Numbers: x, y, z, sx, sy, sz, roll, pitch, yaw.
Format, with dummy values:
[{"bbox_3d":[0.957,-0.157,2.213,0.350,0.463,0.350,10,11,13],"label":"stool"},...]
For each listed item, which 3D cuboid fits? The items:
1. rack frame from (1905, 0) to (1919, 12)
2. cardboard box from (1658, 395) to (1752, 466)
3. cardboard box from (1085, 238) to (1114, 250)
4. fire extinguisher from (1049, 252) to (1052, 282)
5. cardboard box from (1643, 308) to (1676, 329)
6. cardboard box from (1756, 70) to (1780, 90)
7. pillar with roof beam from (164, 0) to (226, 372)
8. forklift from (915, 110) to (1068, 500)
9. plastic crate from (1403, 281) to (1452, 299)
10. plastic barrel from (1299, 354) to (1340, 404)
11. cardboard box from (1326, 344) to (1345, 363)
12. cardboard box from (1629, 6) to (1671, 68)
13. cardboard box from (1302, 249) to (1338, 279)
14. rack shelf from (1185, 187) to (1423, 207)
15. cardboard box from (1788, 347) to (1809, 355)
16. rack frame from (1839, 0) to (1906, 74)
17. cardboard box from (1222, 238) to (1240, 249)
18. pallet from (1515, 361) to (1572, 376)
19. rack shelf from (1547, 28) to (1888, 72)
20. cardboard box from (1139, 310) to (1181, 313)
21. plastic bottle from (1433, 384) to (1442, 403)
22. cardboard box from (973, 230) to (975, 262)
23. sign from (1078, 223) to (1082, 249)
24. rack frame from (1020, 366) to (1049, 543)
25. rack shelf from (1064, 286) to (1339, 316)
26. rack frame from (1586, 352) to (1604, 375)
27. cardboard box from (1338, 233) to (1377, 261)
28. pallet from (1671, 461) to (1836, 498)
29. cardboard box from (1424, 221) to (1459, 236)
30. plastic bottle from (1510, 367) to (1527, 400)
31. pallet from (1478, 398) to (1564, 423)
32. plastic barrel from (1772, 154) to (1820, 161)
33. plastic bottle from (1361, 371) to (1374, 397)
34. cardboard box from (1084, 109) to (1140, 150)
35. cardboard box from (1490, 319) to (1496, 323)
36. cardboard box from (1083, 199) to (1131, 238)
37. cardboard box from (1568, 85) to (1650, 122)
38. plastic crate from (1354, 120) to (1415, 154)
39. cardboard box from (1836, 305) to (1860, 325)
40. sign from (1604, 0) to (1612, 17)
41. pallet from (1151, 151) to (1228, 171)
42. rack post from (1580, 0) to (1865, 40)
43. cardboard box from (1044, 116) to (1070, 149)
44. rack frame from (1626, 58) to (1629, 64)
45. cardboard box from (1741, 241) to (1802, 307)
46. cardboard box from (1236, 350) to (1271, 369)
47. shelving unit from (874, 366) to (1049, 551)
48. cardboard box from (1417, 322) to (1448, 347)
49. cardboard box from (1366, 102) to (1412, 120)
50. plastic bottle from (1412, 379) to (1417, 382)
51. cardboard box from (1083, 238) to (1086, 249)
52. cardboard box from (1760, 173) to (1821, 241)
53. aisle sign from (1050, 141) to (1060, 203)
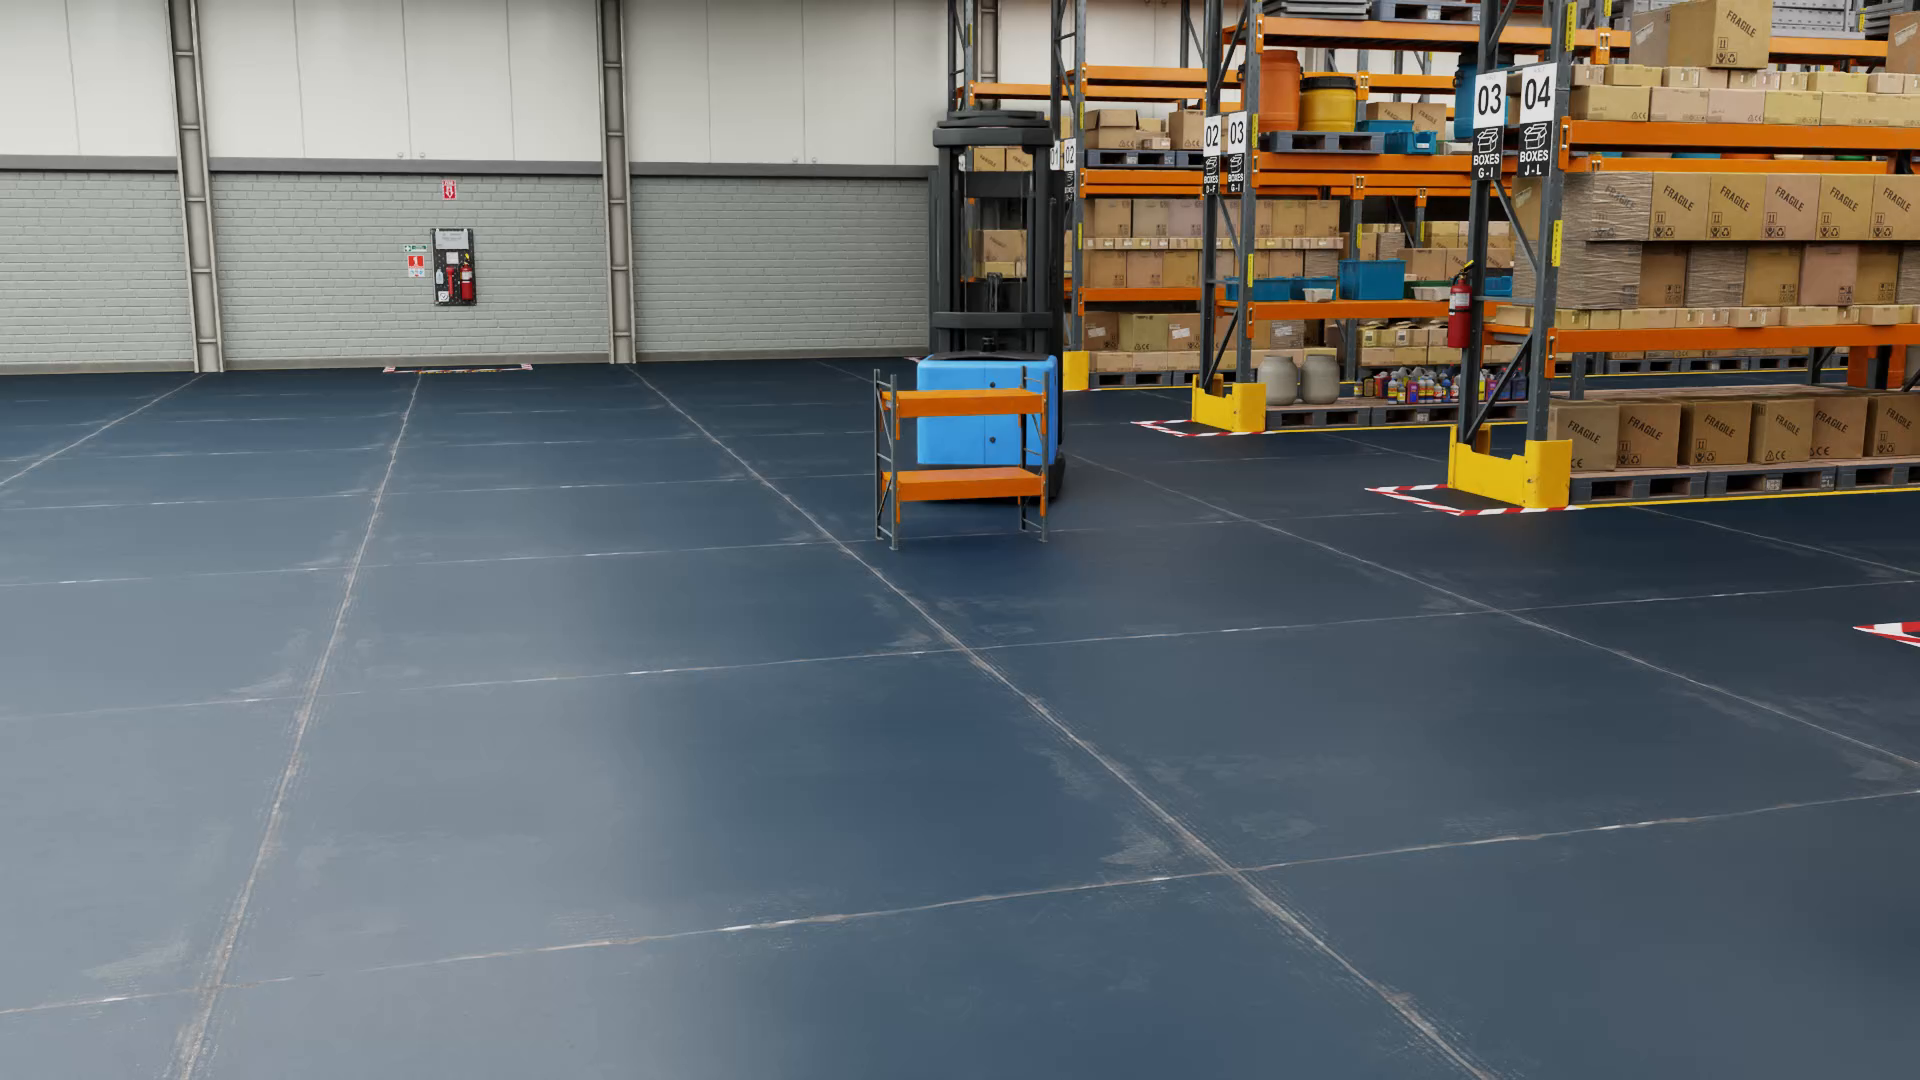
[{"bbox_3d":[7.997,-4.964,13.154,0.127,3.000,1.000,-3,11,-16],"label":"rack frame"},{"bbox_3d":[5.931,-0.881,13.292,0.500,0.500,0.500,-2,11,-11],"label":"cardboard box"},{"bbox_3d":[1.828,-3.884,21.789,0.250,0.149,0.380,-3,11,-16],"label":"cardboard box"},{"bbox_3d":[1.147,-3.570,22.366,0.183,0.674,0.296,-3,11,-16],"label":"fire extinguisher"},{"bbox_3d":[5.220,-1.696,12.667,0.250,0.149,0.380,-3,11,-16],"label":"cardboard box"},{"bbox_3d":[5.970,-3.463,12.598,0.250,0.149,0.380,-3,11,-17],"label":"cardboard box"},{"bbox_3d":[-9.886,-6.174,19.731,0.400,9.000,9.100,-3,11,-16],"label":"pillar with roof beam"},{"bbox_3d":[0.314,-1.966,13.630,1.130,2.935,3.031,1,10,5],"label":"forklift"},{"bbox_3d":[5.230,-2.750,18.286,0.662,0.188,0.450,-3,11,-16],"label":"plastic crate"},{"bbox_3d":[3.863,-1.727,17.852,0.421,0.512,0.421,0,10,0],"label":"plastic barrel"},{"bbox_3d":[5.548,-2.661,23.651,0.500,0.250,0.500,-3,11,-16],"label":"cardboard box"},{"bbox_3d":[5.573,-3.850,12.909,0.500,0.500,0.500,-3,11,-16],"label":"cardboard box"},{"bbox_3d":[4.807,-3.761,22.915,0.500,0.500,0.700,-3,11,-17],"label":"cardboard box"},{"bbox_3d":[5.763,-5.819,28.072,4.000,0.370,1.077,-3,11,-16],"label":"rack shelf"},{"bbox_3d":[12.519,-3.052,25.031,0.500,0.500,0.500,-3,11,-16],"label":"cardboard box"},{"bbox_3d":[10.453,-6.027,18.930,0.127,3.000,1.000,-3,11,-16],"label":"rack frame"},{"bbox_3d":[3.556,-3.975,22.284,0.250,0.149,0.380,-3,11,-14],"label":"cardboard box"},{"bbox_3d":[8.271,-2.532,24.215,1.213,0.211,1.003,-3,11,-16],"label":"pallet"},{"bbox_3d":[8.532,-5.375,18.482,4.000,0.370,1.077,-3,11,-16],"label":"rack shelf"},{"bbox_3d":[2.778,-2.888,22.813,0.500,0.500,0.500,-3,11,-16],"label":"cardboard box"},{"bbox_3d":[5.120,-1.577,17.841,0.097,0.201,0.097,0,10,0],"label":"plastic bottle"},{"bbox_3d":[0.396,-4.760,26.903,0.500,0.500,0.500,-3,11,-17],"label":"cardboard box"},{"bbox_3d":[1.540,-3.901,21.341,0.005,0.325,0.100,-3,11,-16],"label":"sign"},{"bbox_3d":[0.495,-0.579,11.086,0.032,1.125,0.500,-3,11,-16],"label":"rack frame"},{"bbox_3d":[3.311,-3.280,22.567,4.000,0.370,1.077,-3,11,-16],"label":"rack shelf"},{"bbox_3d":[9.072,-3.938,24.152,0.127,3.000,1.000,-3,11,-16],"label":"rack frame"},{"bbox_3d":[6.706,-5.006,28.461,0.500,0.500,0.700,-4,11,-21],"label":"cardboard box"},{"bbox_3d":[6.188,-0.539,13.392,1.213,0.211,1.003,-3,11,-16],"label":"pallet"},{"bbox_3d":[8.219,-5.352,28.612,0.500,0.250,0.500,-3,11,-15],"label":"cardboard box"},{"bbox_3d":[6.074,-1.705,18.124,0.185,0.351,0.144,-3,11,-17],"label":"plastic bottle"},{"bbox_3d":[5.956,-1.476,18.481,1.213,0.211,1.003,-3,11,-16],"label":"pallet"},{"bbox_3d":[9.604,-4.794,19.135,0.600,0.901,0.600,0,10,0],"label":"plastic barrel"},{"bbox_3d":[4.520,-1.730,18.448,0.133,0.283,0.061,-3,11,-15],"label":"plastic bottle"},{"bbox_3d":[1.944,-5.363,21.775,0.637,0.503,0.797,-2,11,-12],"label":"cardboard box"},{"bbox_3d":[7.985,-3.064,24.293,0.500,0.311,0.500,-3,11,-17],"label":"cardboard box"},{"bbox_3d":[1.893,-4.244,21.957,0.500,0.500,0.700,-3,11,-16],"label":"cardboard box"},{"bbox_3d":[4.691,-3.192,12.227,0.500,0.250,0.500,-3,11,-14],"label":"cardboard box"},{"bbox_3d":[4.518,-4.288,17.812,0.575,0.384,0.392,-3,11,-16],"label":"plastic crate"},{"bbox_3d":[6.887,-1.793,13.193,0.250,0.149,0.380,-3,11,-16],"label":"cardboard box"},{"bbox_3d":[6.755,-5.626,17.327,0.005,0.325,0.100,-3,11,-16],"label":"sign"},{"bbox_3d":[3.250,-5.058,22.198,1.213,0.211,1.003,-3,11,-16],"label":"pallet"},{"bbox_3d":[8.479,-6.037,18.435,3.121,1.000,1.013,-3,11,-16],"label":"rack post"},{"bbox_3d":[1.425,-6.442,26.374,0.500,0.500,0.500,-3,11,-14],"label":"cardboard box"},{"bbox_3d":[11.524,-7.952,29.385,0.127,3.000,1.000,-3,11,-16],"label":"rack frame"},{"bbox_3d":[6.114,-2.116,13.160,0.500,0.500,0.875,-3,11,-16],"label":"cardboard box"},{"bbox_3d":[3.888,-2.477,22.650,0.500,0.250,0.500,-3,11,-16],"label":"cardboard box"},{"bbox_3d":[0.006,-0.554,10.946,1.048,1.125,0.538,-3,11,-16],"label":"shelving unit"},{"bbox_3d":[6.676,-2.894,23.367,0.500,0.311,0.500,-3,11,-18],"label":"cardboard box"},{"bbox_3d":[5.835,-5.737,22.820,0.500,0.500,0.500,-3,11,-15],"label":"cardboard box"},{"bbox_3d":[5.029,-1.686,18.435,0.097,0.201,0.097,0,10,0],"label":"plastic bottle"},{"bbox_3d":[1.704,-3.954,22.170,0.250,0.149,0.380,-3,11,-17],"label":"cardboard box"},{"bbox_3d":[6.200,-2.554,12.777,0.500,0.500,0.500,-3,11,-16],"label":"cardboard box"},{"bbox_3d":[1.246,-4.859,21.976,0.004,0.787,0.394,-3,11,-16],"label":"aisle sign"}]
